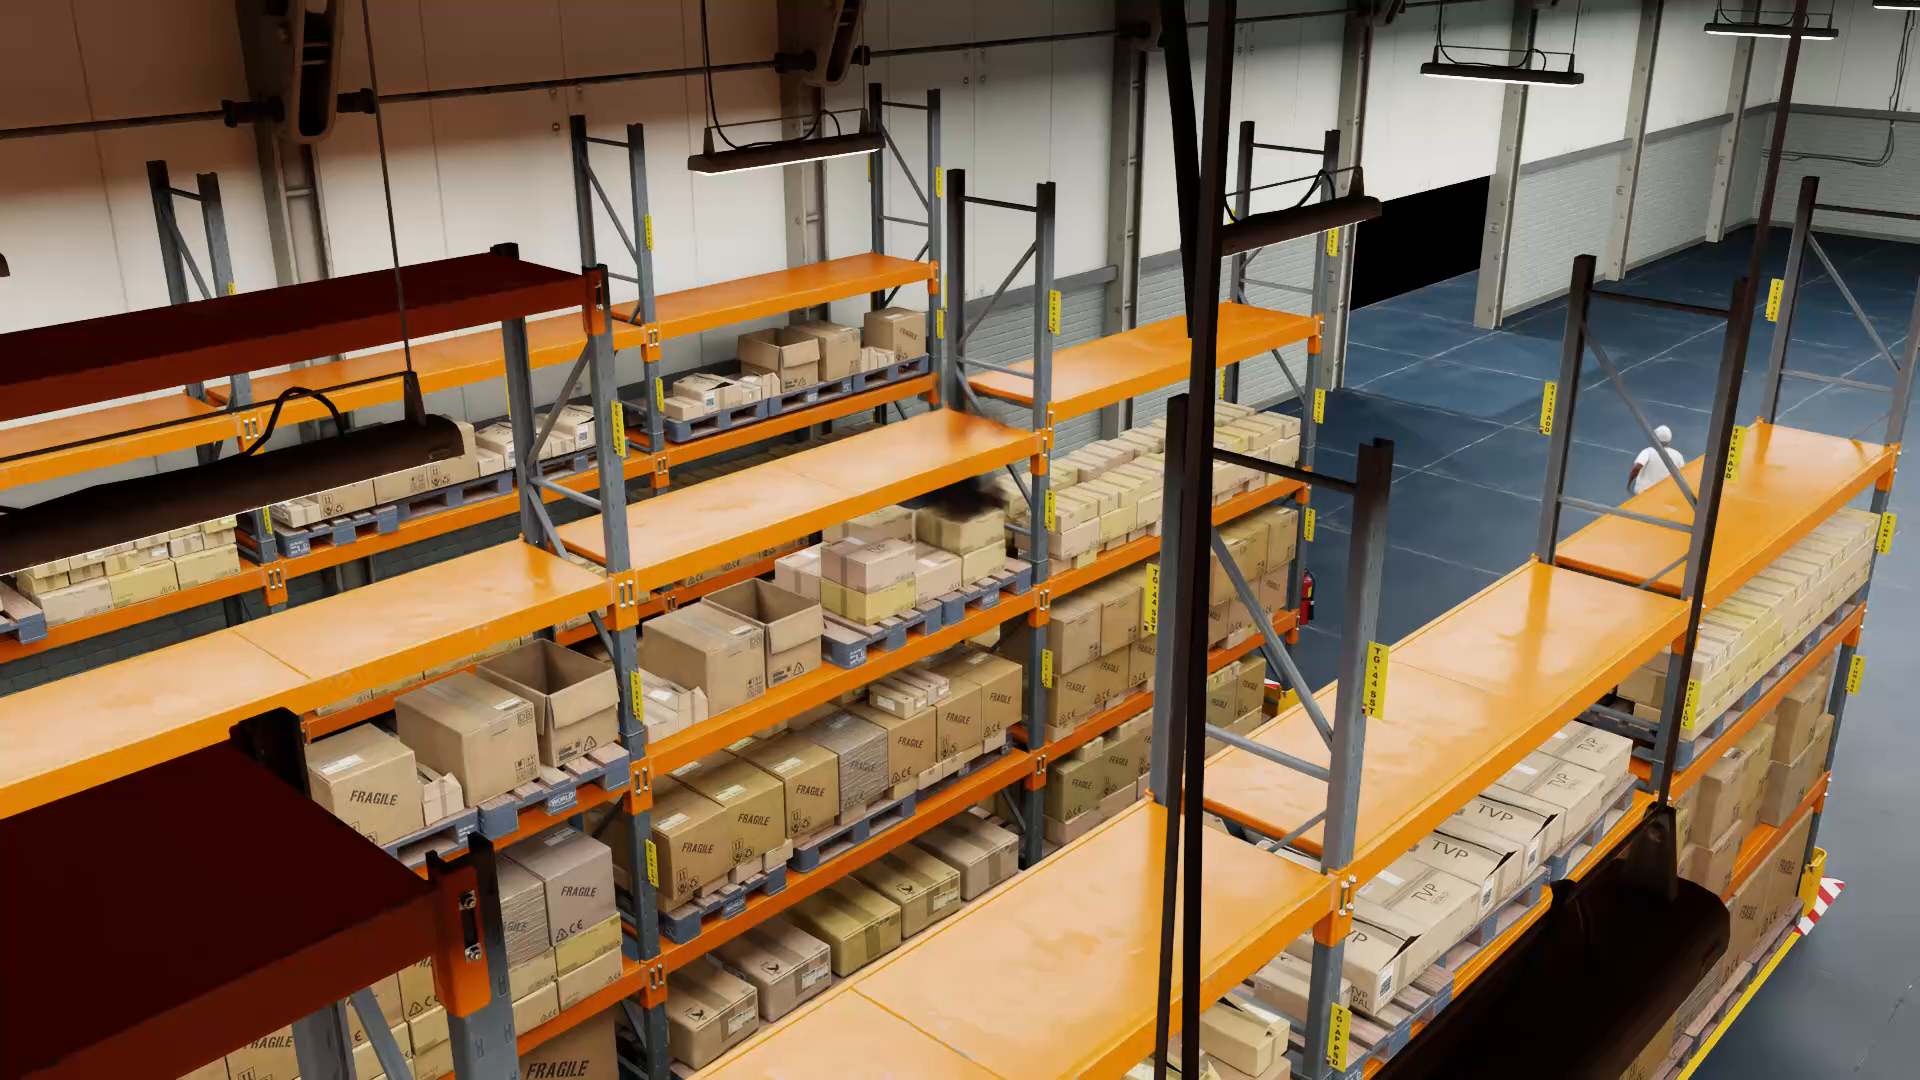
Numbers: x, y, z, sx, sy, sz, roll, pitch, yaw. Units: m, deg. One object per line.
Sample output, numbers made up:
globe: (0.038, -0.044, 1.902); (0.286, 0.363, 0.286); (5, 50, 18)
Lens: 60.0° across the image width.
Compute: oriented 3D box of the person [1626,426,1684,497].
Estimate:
person: (8.736, -0.538, 20.974); (0.711, 1.812, 0.911); (2, 21, 6)
